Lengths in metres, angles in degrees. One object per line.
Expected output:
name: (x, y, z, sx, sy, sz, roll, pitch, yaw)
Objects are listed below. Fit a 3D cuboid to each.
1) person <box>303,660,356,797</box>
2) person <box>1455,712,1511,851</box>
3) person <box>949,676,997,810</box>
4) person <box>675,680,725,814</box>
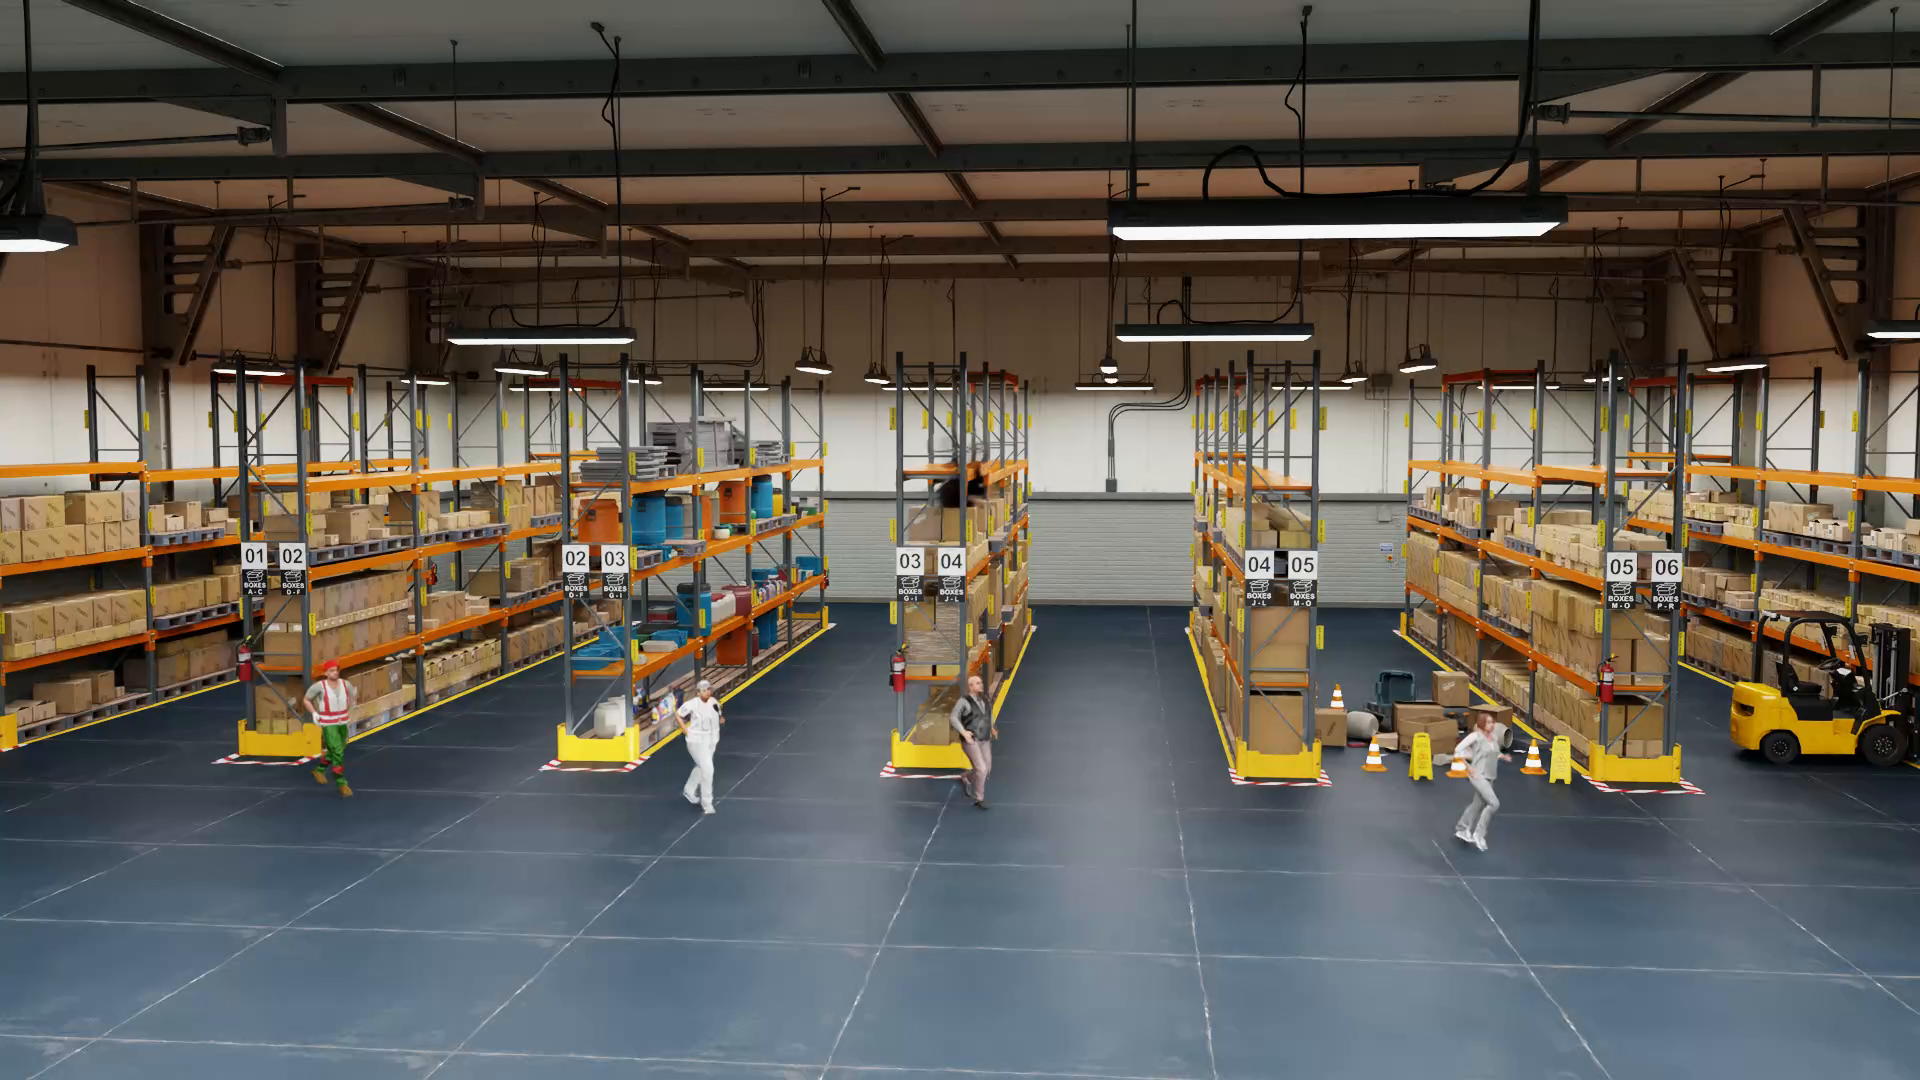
person: (-8.456, 2.506, 22.471, 0.929, 1.802, 0.634, 3, 5, 37)
person: (6.149, 2.829, 19.534, 0.507, 1.630, 0.688, -3, 5, -38)
person: (0.161, 2.618, 21.656, 0.681, 1.706, 0.705, -4, 6, -43)
person: (-3.330, 2.665, 21.520, 0.762, 1.725, 0.576, 3, 5, 40)
